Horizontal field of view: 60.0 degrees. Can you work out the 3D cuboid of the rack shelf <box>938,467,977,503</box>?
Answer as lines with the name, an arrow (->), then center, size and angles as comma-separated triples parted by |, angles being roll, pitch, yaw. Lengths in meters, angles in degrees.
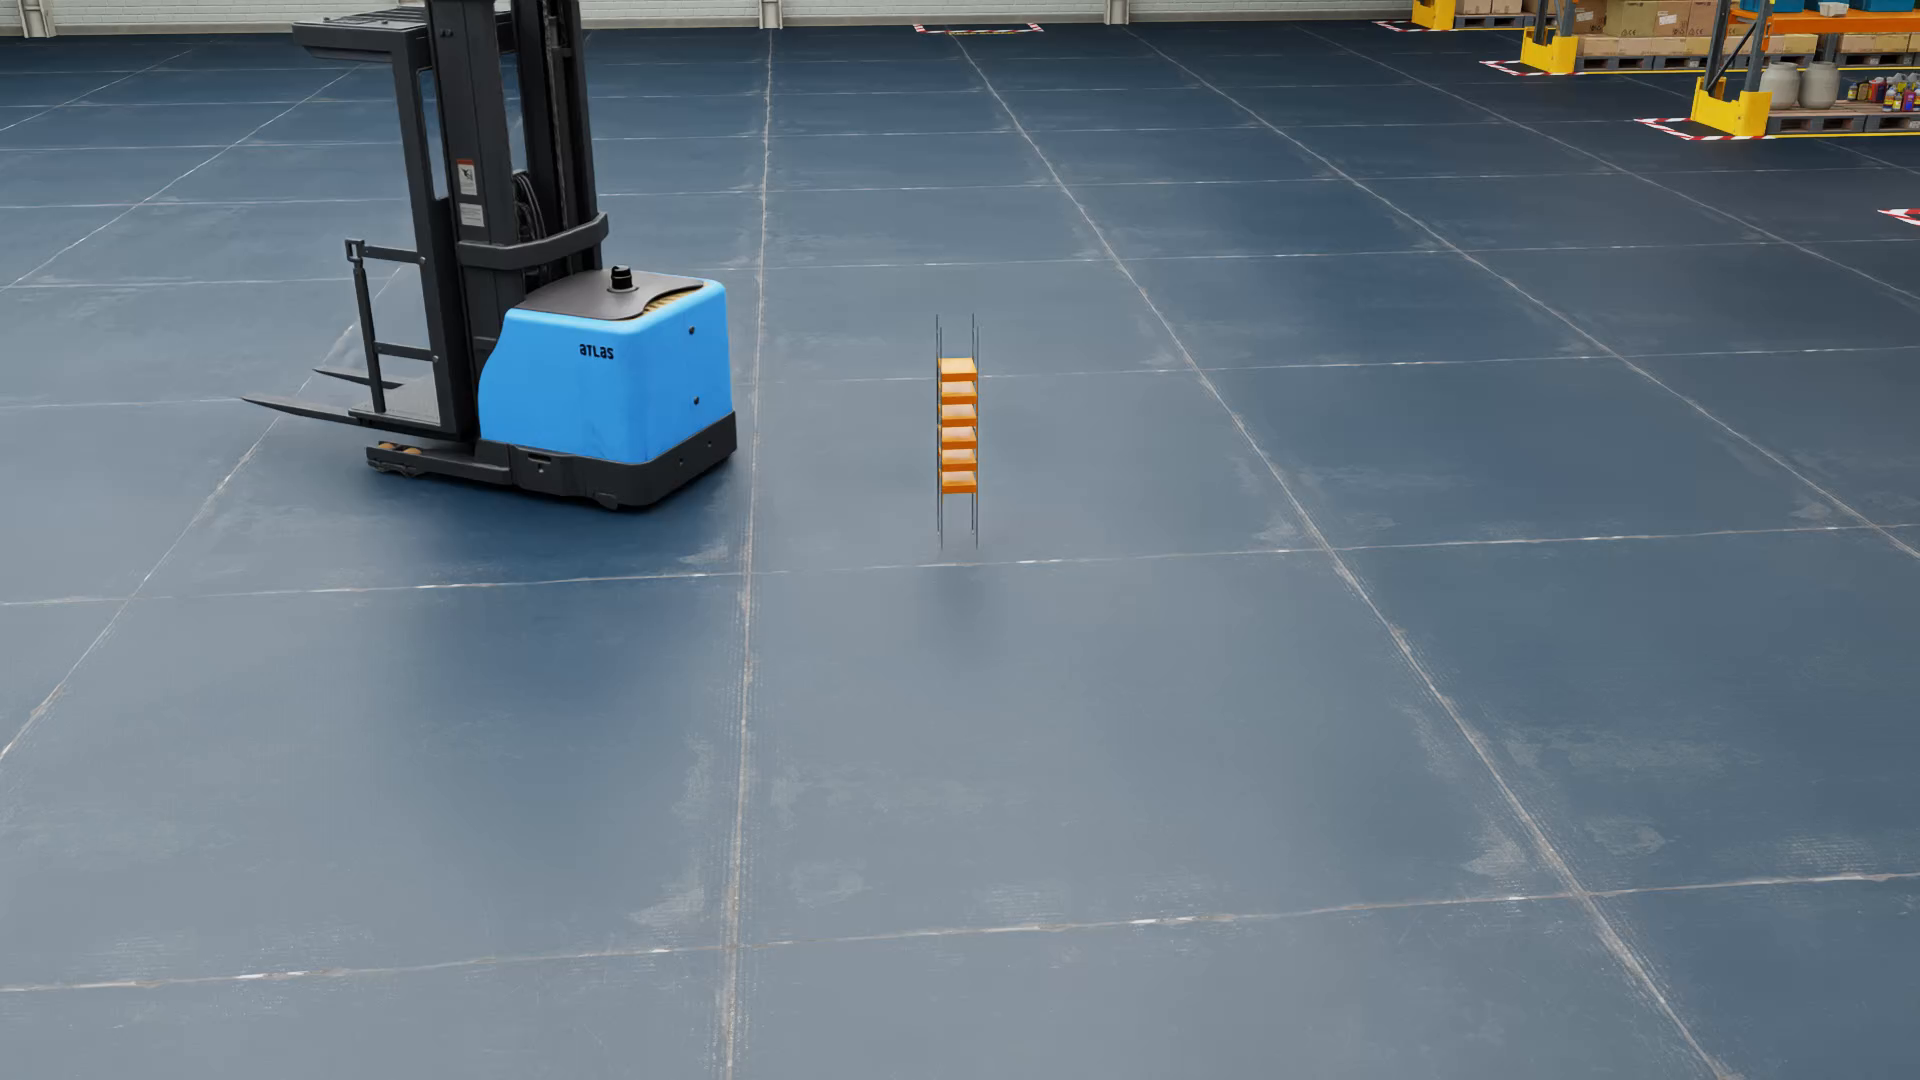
rack shelf -> -0.014, -0.288, 8.621 | 0.180, 0.103, 0.258 | -2, 24, -5

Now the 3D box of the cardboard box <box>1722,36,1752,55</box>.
cardboard box -> 11.126, -7.217, 24.162 | 0.500, 0.250, 0.500 | -2, 24, -5

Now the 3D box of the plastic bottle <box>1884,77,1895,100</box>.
plastic bottle -> 11.240, -5.480, 20.197 | 0.135, 0.276, 0.152 | -3, 24, -7

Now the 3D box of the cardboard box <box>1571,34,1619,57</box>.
cardboard box -> 9.136, -7.137, 23.983 | 0.500, 0.250, 0.500 | -2, 24, -5

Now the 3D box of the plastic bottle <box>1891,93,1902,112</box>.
plastic bottle -> 11.002, -5.141, 19.527 | 0.097, 0.201, 0.097 | 0, 24, 0

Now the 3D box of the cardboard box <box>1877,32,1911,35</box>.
cardboard box -> 13.495, -7.555, 24.233 | 0.500, 0.311, 0.500 | -3, 24, -6

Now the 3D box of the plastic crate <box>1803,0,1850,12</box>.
plastic crate -> 10.179, -6.365, 19.560 | 0.408, 0.251, 0.499 | -2, 24, -5

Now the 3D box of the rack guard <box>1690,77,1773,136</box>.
rack guard -> 9.135, -5.148, 19.717 | 0.348, 0.500, 1.175 | -2, 24, -5

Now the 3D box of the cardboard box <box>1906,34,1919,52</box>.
cardboard box -> 14.011, -7.323, 24.401 | 0.500, 0.250, 0.500 | -3, 24, -7

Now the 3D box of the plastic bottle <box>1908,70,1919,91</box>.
plastic bottle -> 11.589, -5.529, 20.217 | 0.185, 0.351, 0.144 | -2, 24, -6

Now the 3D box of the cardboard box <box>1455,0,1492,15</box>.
cardboard box -> 8.787, -9.236, 28.605 | 0.500, 0.311, 0.500 | -5, 24, -11

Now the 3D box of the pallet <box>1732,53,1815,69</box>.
pallet -> 11.766, -7.141, 24.556 | 1.213, 0.211, 1.003 | -2, 24, -5

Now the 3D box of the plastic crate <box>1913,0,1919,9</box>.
plastic crate -> 11.666, -6.391, 19.696 | 0.662, 0.188, 0.450 | -2, 24, -5

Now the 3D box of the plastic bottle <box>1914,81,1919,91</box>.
plastic bottle -> 11.629, -5.436, 20.100 | 0.135, 0.276, 0.152 | -2, 24, -5

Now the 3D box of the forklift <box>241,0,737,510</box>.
forklift -> -2.875, -1.884, 9.380 | 3.031, 2.935, 1.130 | 10, 26, 21

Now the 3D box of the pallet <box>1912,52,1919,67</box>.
pallet -> 14.507, -7.251, 24.804 | 1.213, 0.211, 1.003 | -2, 24, -5

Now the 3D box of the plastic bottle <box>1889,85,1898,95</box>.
plastic bottle -> 11.271, -5.396, 20.100 | 0.097, 0.201, 0.097 | 0, 24, 0

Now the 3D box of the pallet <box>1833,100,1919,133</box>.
pallet -> 11.155, -5.094, 19.950 | 1.213, 0.211, 1.003 | -2, 24, -5

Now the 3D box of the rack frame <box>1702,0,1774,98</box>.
rack frame -> 9.064, -6.268, 19.159 | 0.127, 3.000, 1.000 | -2, 24, -5

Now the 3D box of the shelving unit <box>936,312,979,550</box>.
shelving unit -> -0.014, -0.548, 8.505 | 0.189, 1.200, 0.258 | -2, 24, -5

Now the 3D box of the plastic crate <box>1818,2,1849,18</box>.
plastic crate -> 9.986, -6.053, 19.001 | 0.250, 0.136, 0.298 | -2, 24, -5

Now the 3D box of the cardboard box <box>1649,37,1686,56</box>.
cardboard box -> 10.131, -7.179, 24.076 | 0.500, 0.250, 0.500 | -2, 24, -5

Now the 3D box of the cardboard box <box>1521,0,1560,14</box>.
cardboard box -> 10.090, -9.354, 28.639 | 0.500, 0.500, 0.700 | -4, 24, -8

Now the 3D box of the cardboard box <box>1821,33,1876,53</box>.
cardboard box -> 12.987, -7.281, 24.307 | 0.500, 0.250, 0.500 | -3, 24, -6

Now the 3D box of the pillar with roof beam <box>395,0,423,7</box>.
pillar with roof beam -> -8.788, -10.933, 22.268 | 0.400, 9.000, 9.100 | -2, 24, -5

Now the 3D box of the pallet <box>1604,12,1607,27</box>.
pallet -> 11.406, -9.117, 29.002 | 1.213, 0.211, 1.003 | -2, 24, -5

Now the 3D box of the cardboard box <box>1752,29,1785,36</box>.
cardboard box -> 11.622, -7.586, 24.069 | 0.500, 0.500, 0.500 | -2, 24, -5

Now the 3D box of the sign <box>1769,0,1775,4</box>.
sign -> 9.113, -6.172, 18.602 | 0.005, 0.325, 0.100 | -2, 24, -5

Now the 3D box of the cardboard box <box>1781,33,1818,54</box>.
cardboard box -> 12.121, -7.259, 24.256 | 0.500, 0.250, 0.500 | -2, 24, -5

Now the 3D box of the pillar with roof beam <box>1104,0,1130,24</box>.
pillar with roof beam -> 3.154, -11.412, 23.346 | 0.400, 9.000, 9.100 | -2, 24, -5

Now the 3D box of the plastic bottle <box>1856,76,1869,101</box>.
plastic bottle -> 10.963, -5.490, 20.212 | 0.133, 0.283, 0.061 | -2, 24, -4

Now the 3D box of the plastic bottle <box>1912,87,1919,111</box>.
plastic bottle -> 11.240, -5.183, 19.534 | 0.097, 0.271, 0.097 | 0, 24, 0

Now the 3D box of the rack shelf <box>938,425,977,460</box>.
rack shelf -> -0.014, -0.507, 8.523 | 0.180, 0.103, 0.258 | -2, 24, -5

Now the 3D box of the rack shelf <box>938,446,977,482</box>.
rack shelf -> -0.014, -0.397, 8.572 | 0.180, 0.103, 0.258 | -2, 24, -5

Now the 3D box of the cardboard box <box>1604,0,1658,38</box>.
cardboard box -> 9.633, -7.501, 23.877 | 0.500, 0.500, 0.500 | -2, 24, -5

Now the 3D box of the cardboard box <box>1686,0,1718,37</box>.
cardboard box -> 10.629, -7.539, 23.963 | 0.500, 0.500, 0.500 | -2, 24, -5

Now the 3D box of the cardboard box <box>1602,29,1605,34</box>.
cardboard box -> 9.581, -7.372, 24.510 | 0.500, 0.250, 0.500 | -2, 24, -5

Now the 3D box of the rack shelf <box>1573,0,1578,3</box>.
rack shelf -> 10.571, -8.022, 23.990 | 4.000, 0.370, 1.077 | -2, 24, -5

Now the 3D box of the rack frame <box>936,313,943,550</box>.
rack frame -> -0.105, -0.544, 8.497 | 0.006, 1.200, 0.240 | -2, 24, -5

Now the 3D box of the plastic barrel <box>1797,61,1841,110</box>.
plastic barrel -> 10.210, -5.400, 19.753 | 0.421, 0.512, 0.421 | 0, 24, 0

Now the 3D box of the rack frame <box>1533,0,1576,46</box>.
rack frame -> 8.580, -8.270, 23.664 | 0.127, 3.000, 1.000 | -2, 24, -5

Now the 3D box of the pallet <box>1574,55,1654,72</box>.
pallet -> 9.337, -7.044, 24.337 | 1.213, 0.211, 1.003 | -2, 24, -5

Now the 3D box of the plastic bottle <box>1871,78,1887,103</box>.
plastic bottle -> 11.113, -5.434, 20.086 | 0.133, 0.283, 0.061 | -2, 24, -5
